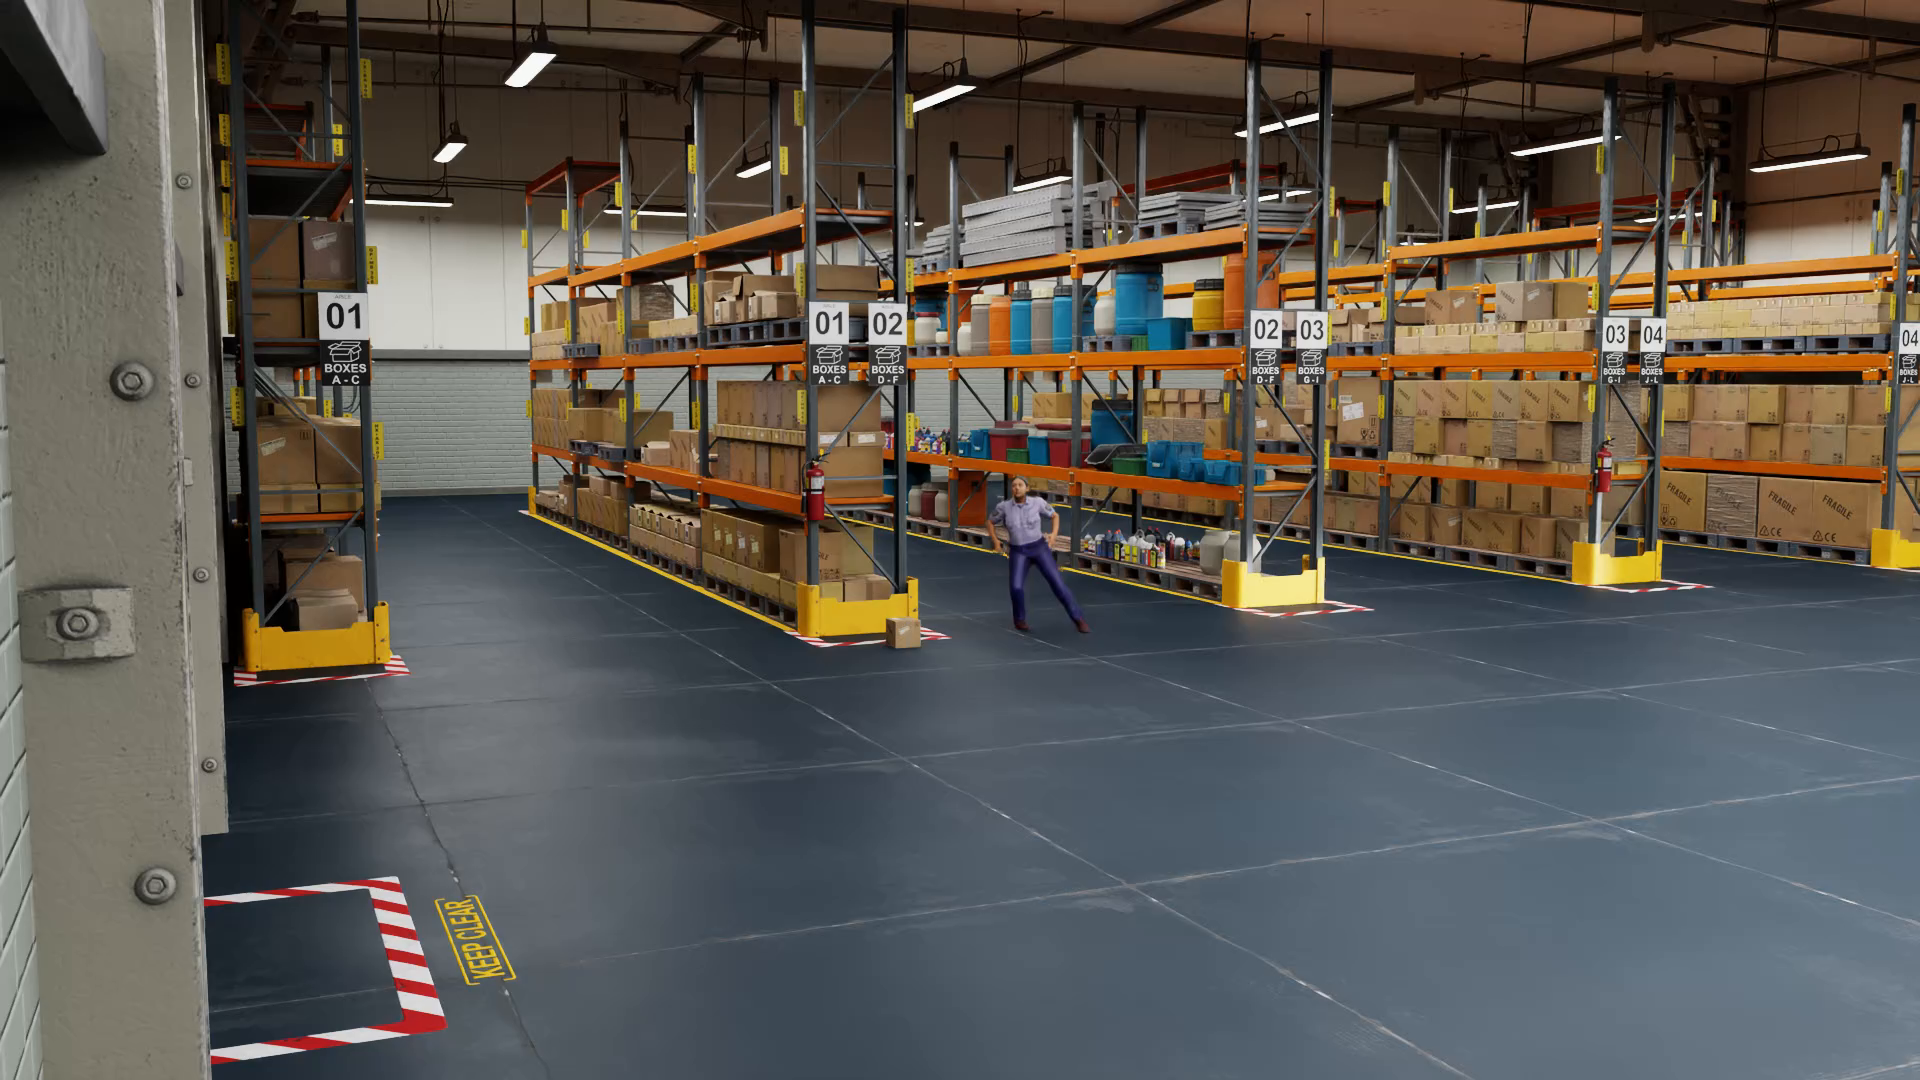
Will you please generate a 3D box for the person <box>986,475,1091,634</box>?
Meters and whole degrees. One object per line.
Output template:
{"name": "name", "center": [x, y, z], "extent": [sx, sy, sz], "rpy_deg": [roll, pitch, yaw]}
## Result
{"name": "person", "center": [0.771, 0.136, 16.364], "extent": [1.041, 1.544, 0.539], "rpy_deg": [0, 6, 3]}
